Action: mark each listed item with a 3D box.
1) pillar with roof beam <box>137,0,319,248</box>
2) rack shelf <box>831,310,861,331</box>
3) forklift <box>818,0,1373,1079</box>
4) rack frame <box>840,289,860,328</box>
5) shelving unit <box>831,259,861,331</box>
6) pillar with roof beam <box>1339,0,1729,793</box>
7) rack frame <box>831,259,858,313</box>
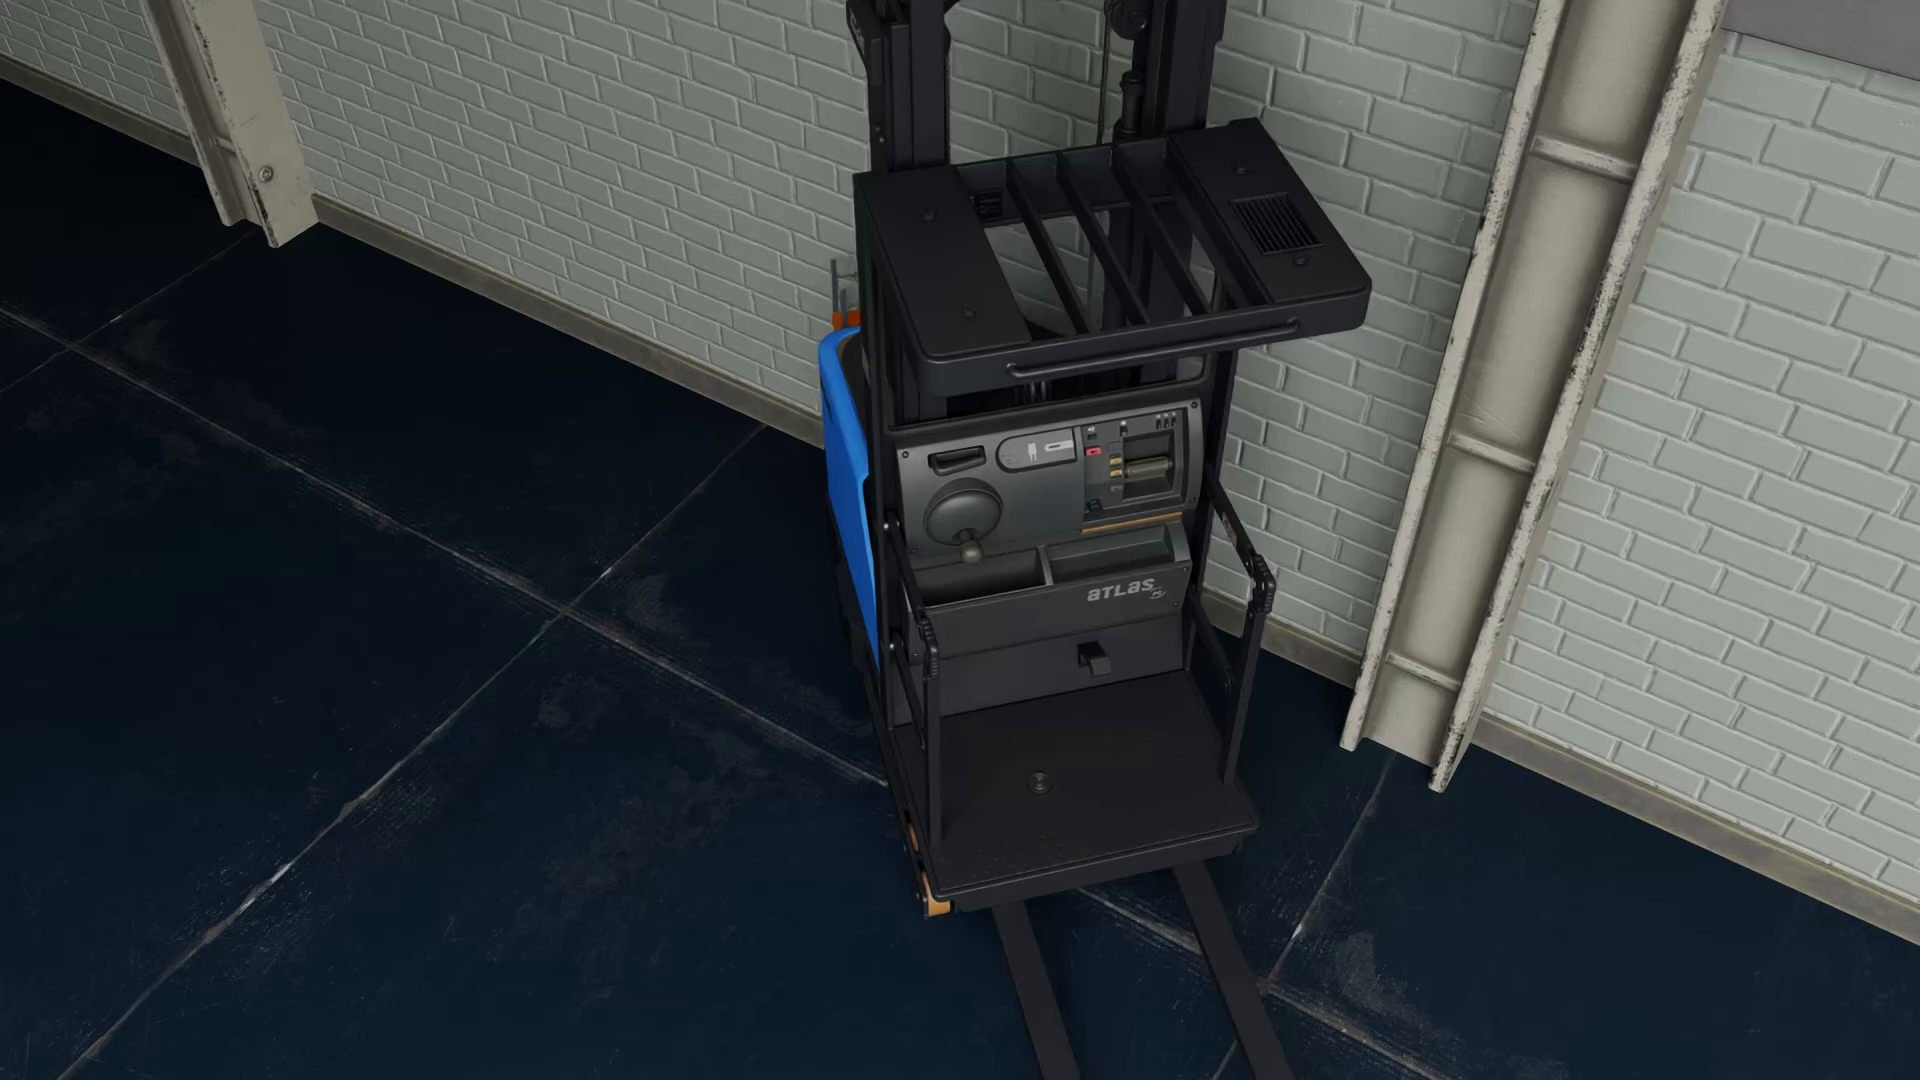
[{"bbox_3d":[-5.754,-2.133,2.548,0.400,9.000,9.100,25,51,22],"label":"pillar with roof beam"},{"bbox_3d":[-0.337,-0.778,6.226,0.258,0.103,0.180,-10,47,-10],"label":"rack shelf"},{"bbox_3d":[0.330,-0.086,4.790,1.130,2.935,3.031,-10,47,-10],"label":"forklift"},{"bbox_3d":[-0.319,-0.493,6.390,0.240,1.200,0.006,-10,47,-10],"label":"rack frame"},{"bbox_3d":[-0.341,-0.557,6.452,0.258,1.200,0.189,-10,47,-10],"label":"shelving unit"},{"bbox_3d":[-0.703,0.190,0.290,0.400,9.000,9.100,25,51,22],"label":"pillar with roof beam"},{"bbox_3d":[-0.364,-0.621,6.514,0.240,1.200,0.006,-10,47,-10],"label":"rack frame"}]
